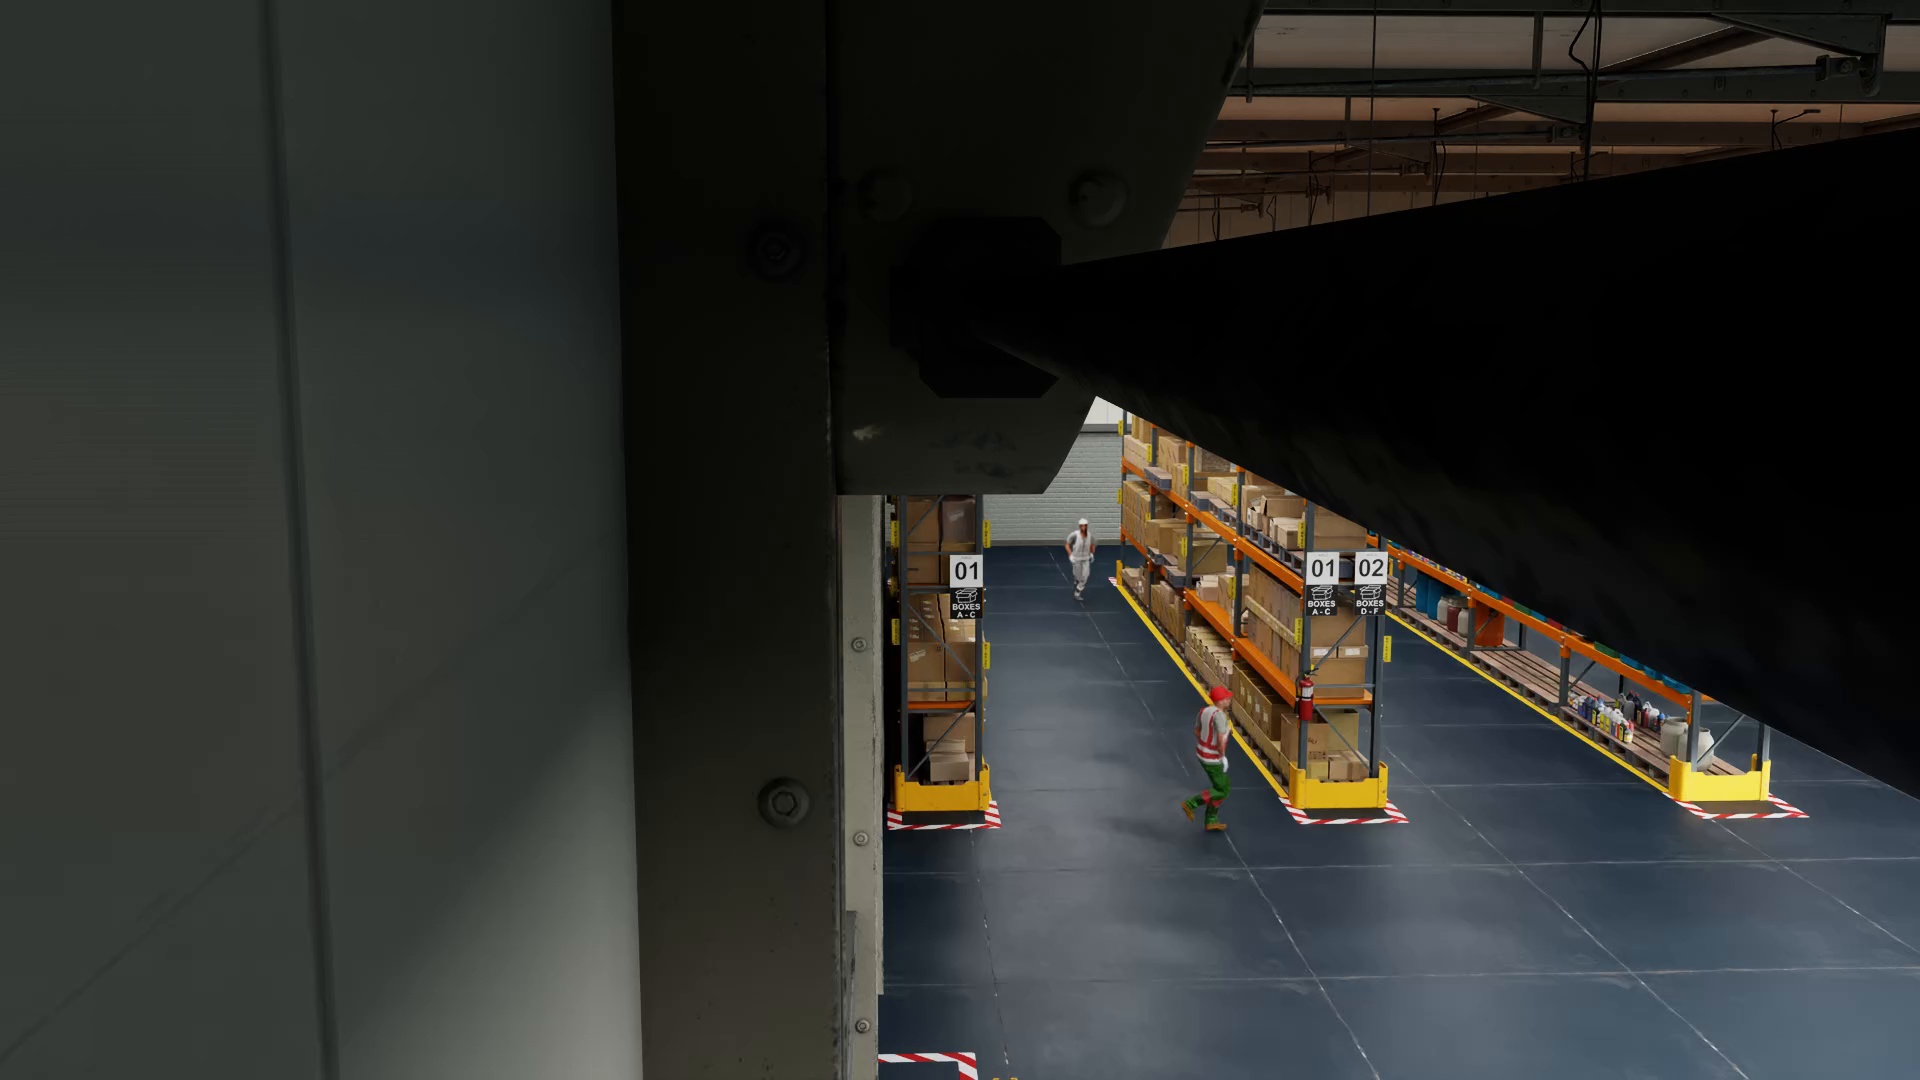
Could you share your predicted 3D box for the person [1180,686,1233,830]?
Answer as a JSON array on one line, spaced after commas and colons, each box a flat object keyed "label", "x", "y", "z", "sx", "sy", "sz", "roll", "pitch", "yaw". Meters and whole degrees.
[{"label": "person", "x": 2.920, "y": 2.588, "z": 19.692, "sx": 0.629, "sy": 1.727, "sz": 0.658, "roll": -2, "pitch": 9, "yaw": -11}]

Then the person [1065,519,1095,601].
[{"label": "person", "x": 2.490, "y": 0.395, "z": 34.539, "sx": 0.659, "sy": 1.721, "sz": 0.589, "roll": -2, "pitch": 9, "yaw": -12}]
